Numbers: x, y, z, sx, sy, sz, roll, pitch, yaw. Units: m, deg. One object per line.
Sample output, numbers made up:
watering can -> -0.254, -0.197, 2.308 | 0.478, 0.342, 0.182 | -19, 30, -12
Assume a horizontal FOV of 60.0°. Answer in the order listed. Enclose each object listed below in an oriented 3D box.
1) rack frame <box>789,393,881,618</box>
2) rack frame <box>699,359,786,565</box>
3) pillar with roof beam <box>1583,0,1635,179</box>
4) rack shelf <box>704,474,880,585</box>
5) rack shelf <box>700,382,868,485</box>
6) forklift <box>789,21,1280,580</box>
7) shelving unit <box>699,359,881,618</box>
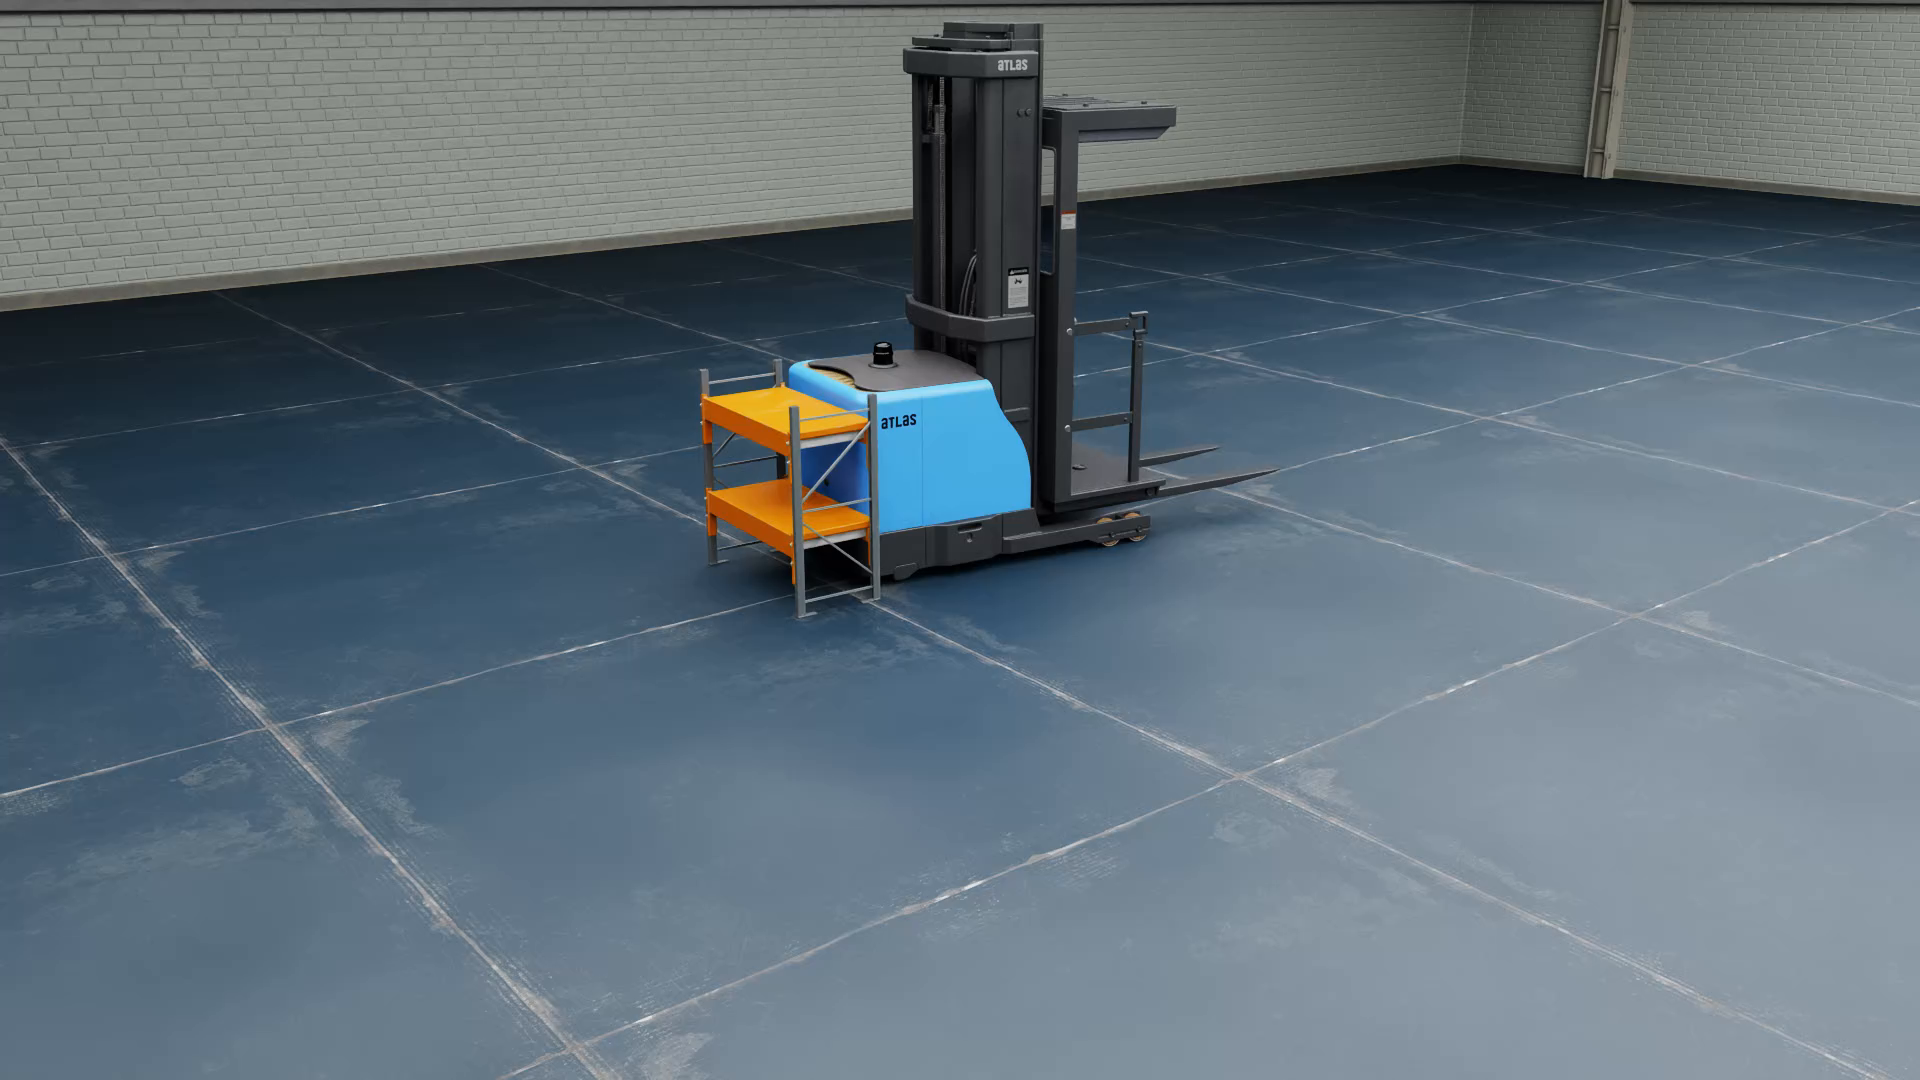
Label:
rack frame -> -0.640, -0.175, 8.601 | 0.500, 1.125, 0.032 | -12, 22, -32
rack frame -> -1.215, -0.438, 9.397 | 0.500, 1.125, 0.032 | -12, 22, -32
pillar with roof beam -> 7.721, -9.735, 24.946 | 9.100, 9.000, 0.400 | -14, 23, -36
rack shelf -> -0.927, -0.074, 9.076 | 0.538, 0.278, 1.000 | -12, 22, -32
rack shelf -> -0.927, -0.584, 8.907 | 0.538, 0.278, 1.000 | -12, 22, -32
forklift -> 0.543, -1.488, 9.693 | 3.031, 2.935, 1.130 | -10, 21, -28
shelving unit -> -0.927, -0.307, 8.999 | 0.538, 1.125, 1.048 | -12, 22, -32
